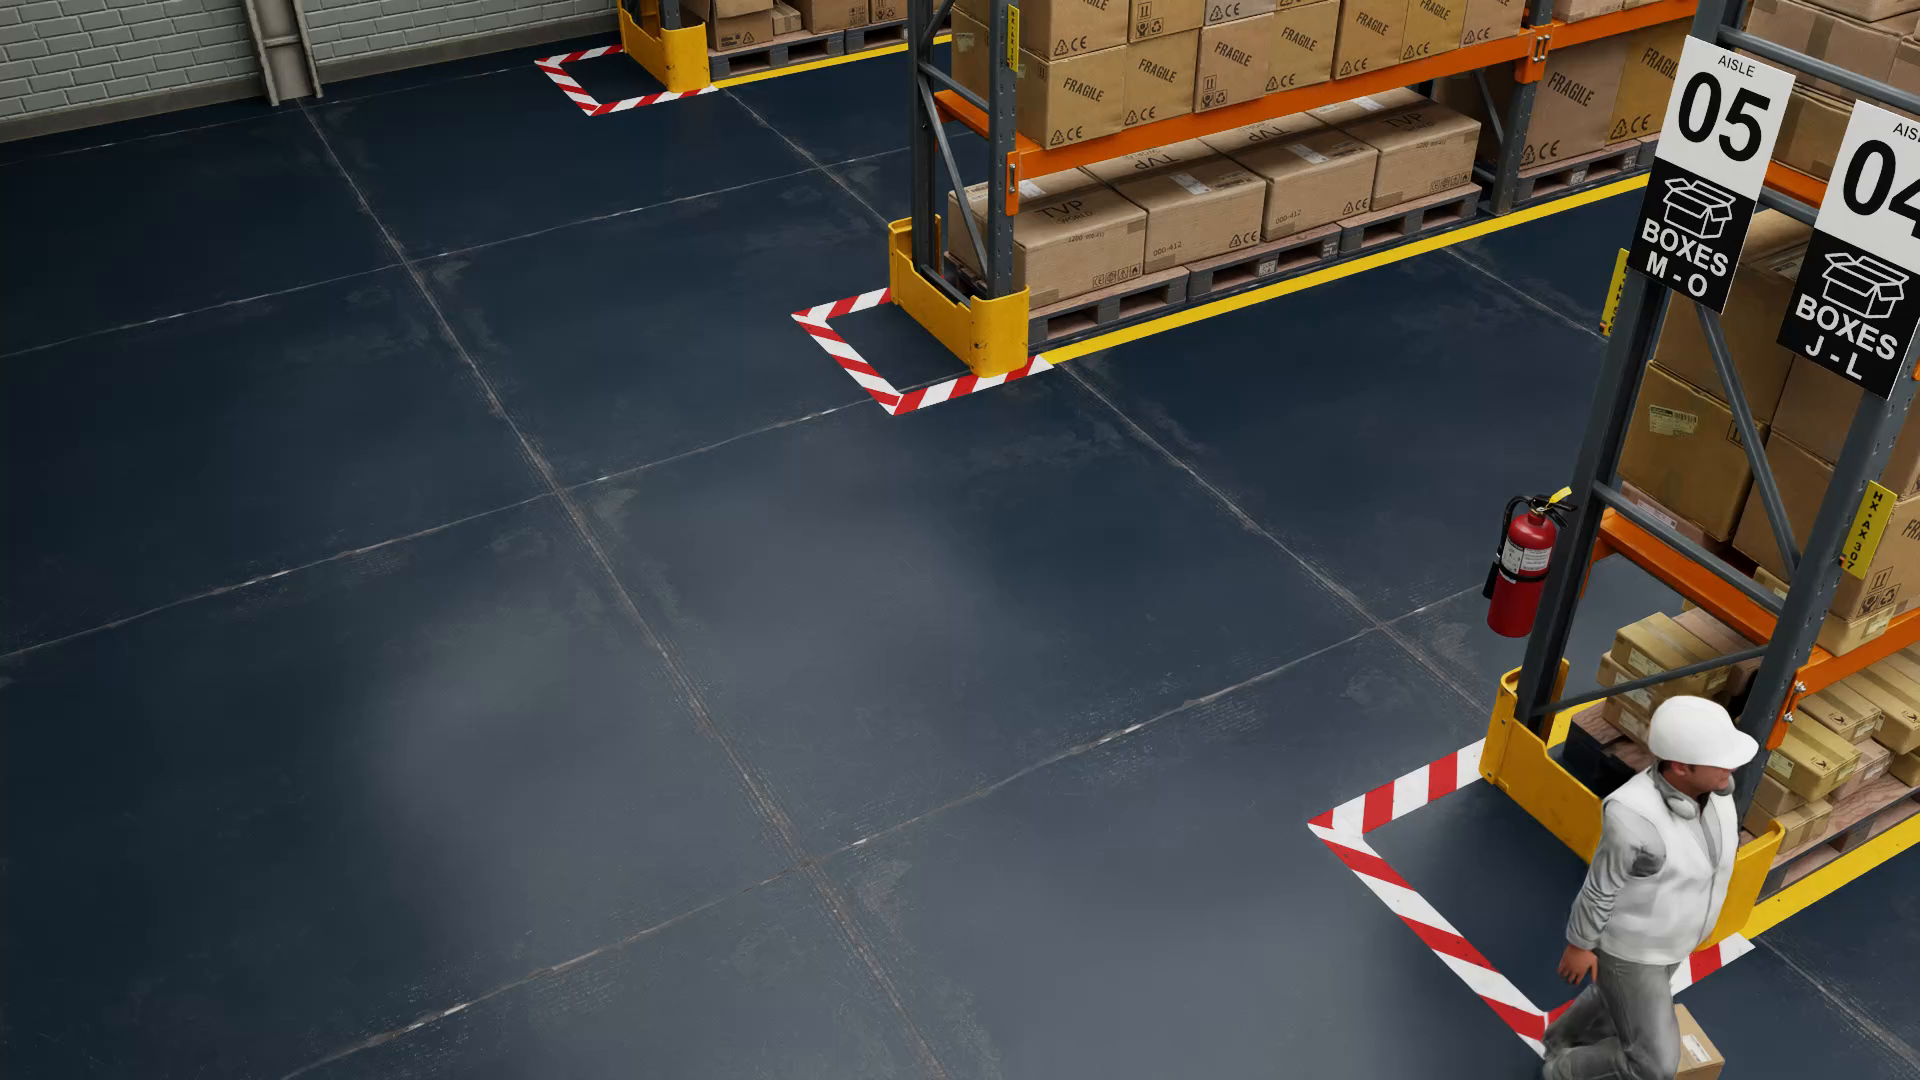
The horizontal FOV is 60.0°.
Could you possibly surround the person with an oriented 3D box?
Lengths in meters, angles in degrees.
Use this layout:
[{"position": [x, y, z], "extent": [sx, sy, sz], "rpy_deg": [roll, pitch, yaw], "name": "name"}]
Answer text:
[{"position": [2.193, 1.237, 5.218], "extent": [0.564, 1.794, 0.497], "rpy_deg": [-25, 43, -30], "name": "person"}]
